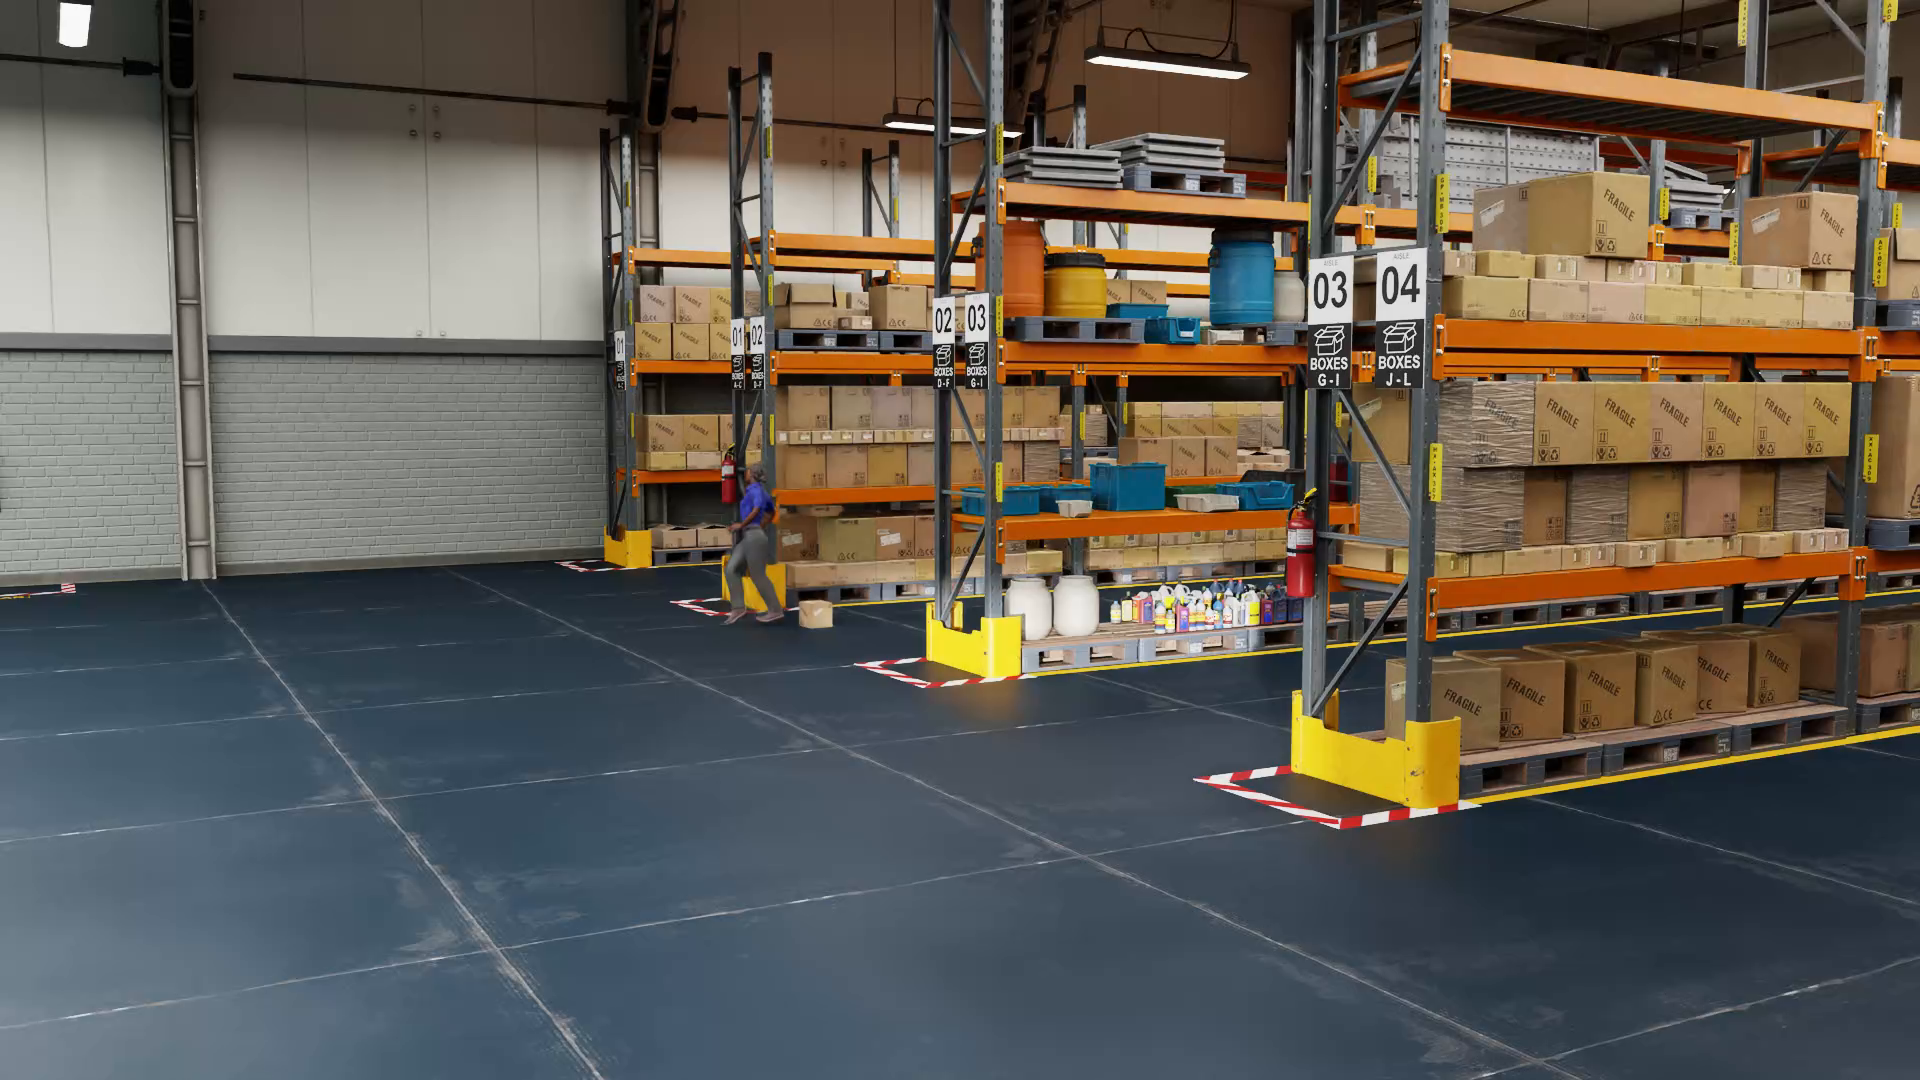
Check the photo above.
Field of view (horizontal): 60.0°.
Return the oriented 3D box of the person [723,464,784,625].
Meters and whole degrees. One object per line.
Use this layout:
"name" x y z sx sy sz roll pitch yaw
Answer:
"person" -2.134 0.052 17.165 0.635 1.676 0.651 0 5 -5
